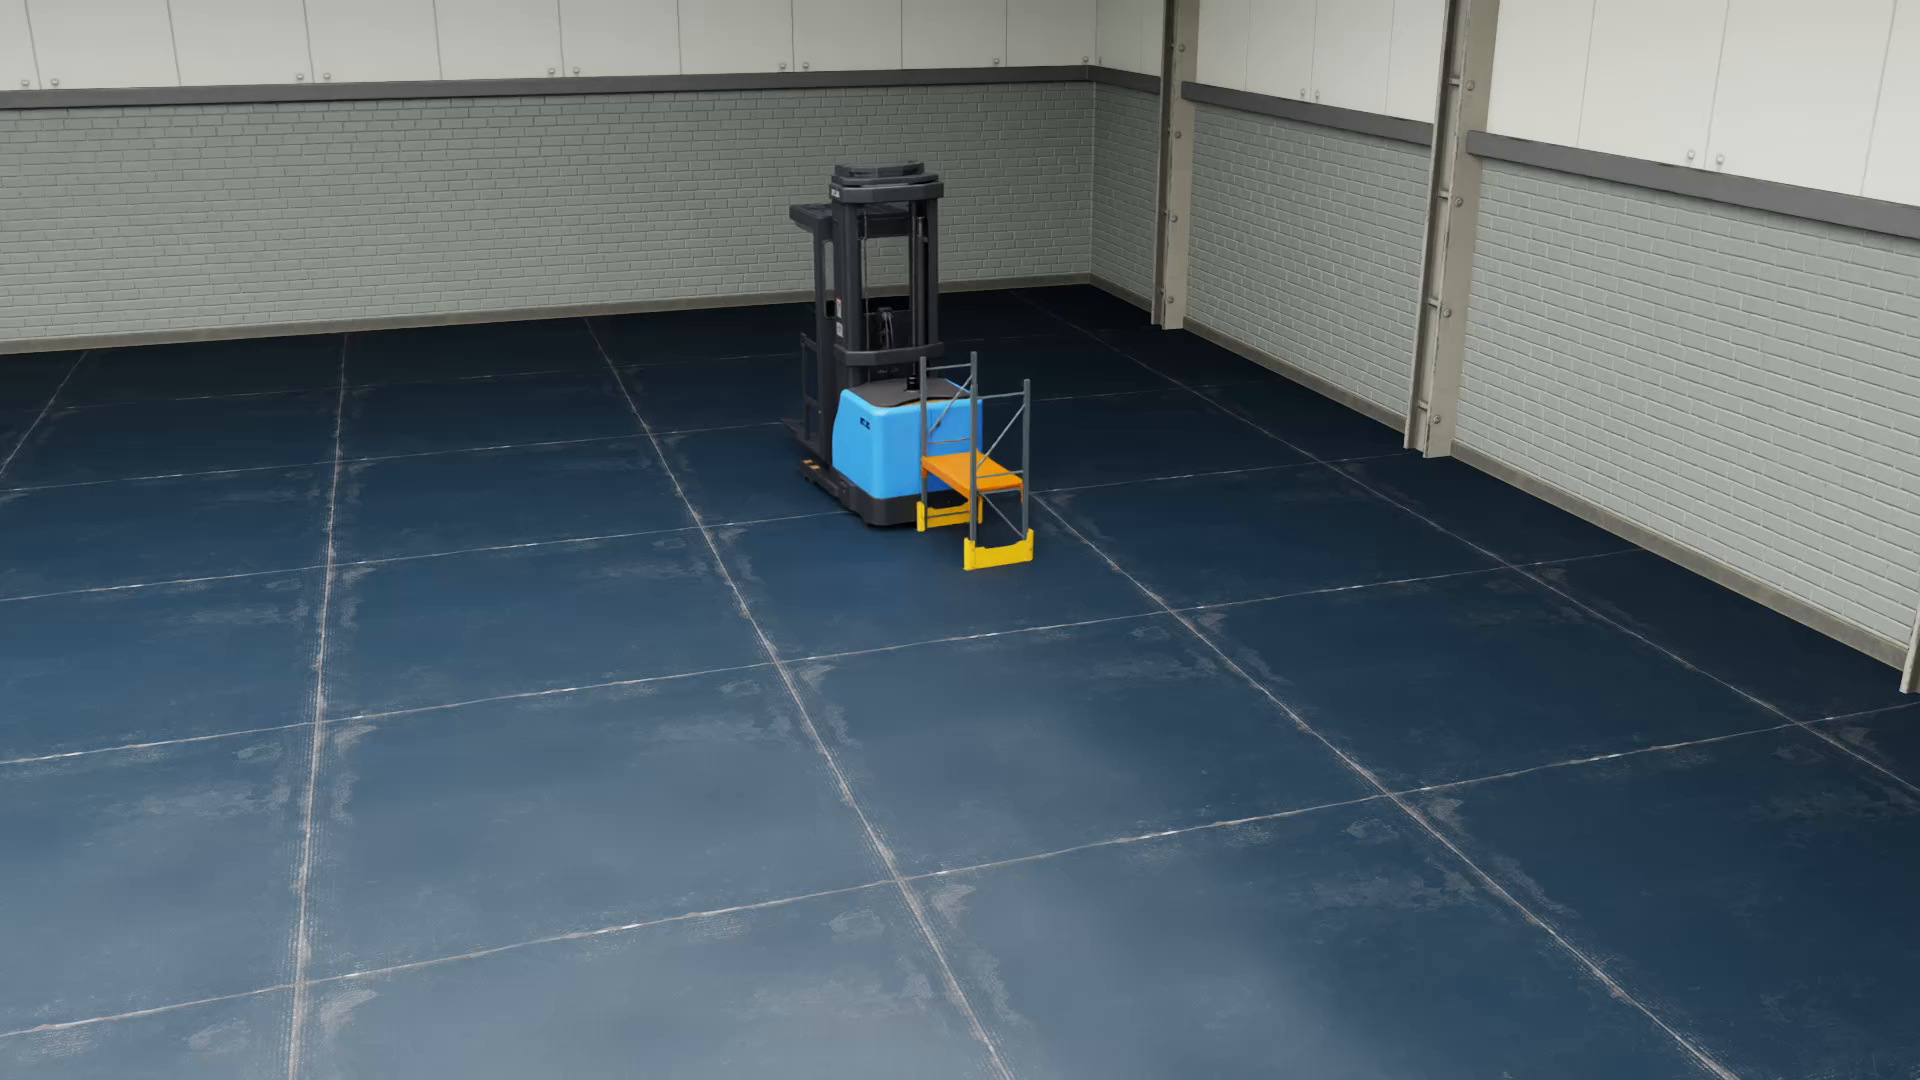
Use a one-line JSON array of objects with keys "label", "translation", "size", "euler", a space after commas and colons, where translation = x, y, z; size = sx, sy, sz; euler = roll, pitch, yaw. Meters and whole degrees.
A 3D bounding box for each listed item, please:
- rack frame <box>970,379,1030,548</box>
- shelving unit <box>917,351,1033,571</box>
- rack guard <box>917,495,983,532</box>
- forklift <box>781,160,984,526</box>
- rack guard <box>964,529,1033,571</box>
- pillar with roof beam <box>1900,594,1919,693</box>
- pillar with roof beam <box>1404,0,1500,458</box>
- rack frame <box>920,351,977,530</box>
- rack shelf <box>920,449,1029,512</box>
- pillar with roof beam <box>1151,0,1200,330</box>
[{"label": "rack frame", "translation": [0.311, -0.511, 13.121], "size": [0.500, 1.500, 0.032], "euler": [-8, 21, -22]}, {"label": "shelving unit", "translation": [0.113, -0.666, 13.552], "size": [0.587, 1.500, 1.083], "euler": [-8, 21, -22]}, {"label": "rack guard", "translation": [-0.086, -0.232, 14.193], "size": [0.587, 0.250, 0.087], "euler": [-8, 21, -22]}, {"label": "forklift", "translation": [-0.857, -1.958, 15.032], "size": [1.130, 2.935, 3.031], "euler": [-9, 22, -23]}, {"label": "rack guard", "translation": [0.311, 0.077, 13.333], "size": [0.587, 0.250, 0.087], "euler": [-8, 21, -22]}, {"label": "pillar with roof beam", "translation": [2.400, -2.727, 8.196], "size": [9.100, 9.000, 0.400], "euler": [-6, 21, -17]}, {"label": "pillar with roof beam", "translation": [0.514, -4.652, 13.557], "size": [9.100, 9.000, 0.400], "euler": [-6, 21, -17]}, {"label": "rack frame", "translation": [-0.093, -0.826, 13.999], "size": [0.500, 1.500, 0.032], "euler": [-8, 21, -22]}, {"label": "rack shelf", "translation": [0.109, -0.500, 13.621], "size": [0.538, 0.185, 1.000], "euler": [-8, 21, -22]}, {"label": "pillar with roof beam", "translation": [-1.372, -6.578, 18.917], "size": [9.100, 9.000, 0.400], "euler": [-6, 21, -17]}]
